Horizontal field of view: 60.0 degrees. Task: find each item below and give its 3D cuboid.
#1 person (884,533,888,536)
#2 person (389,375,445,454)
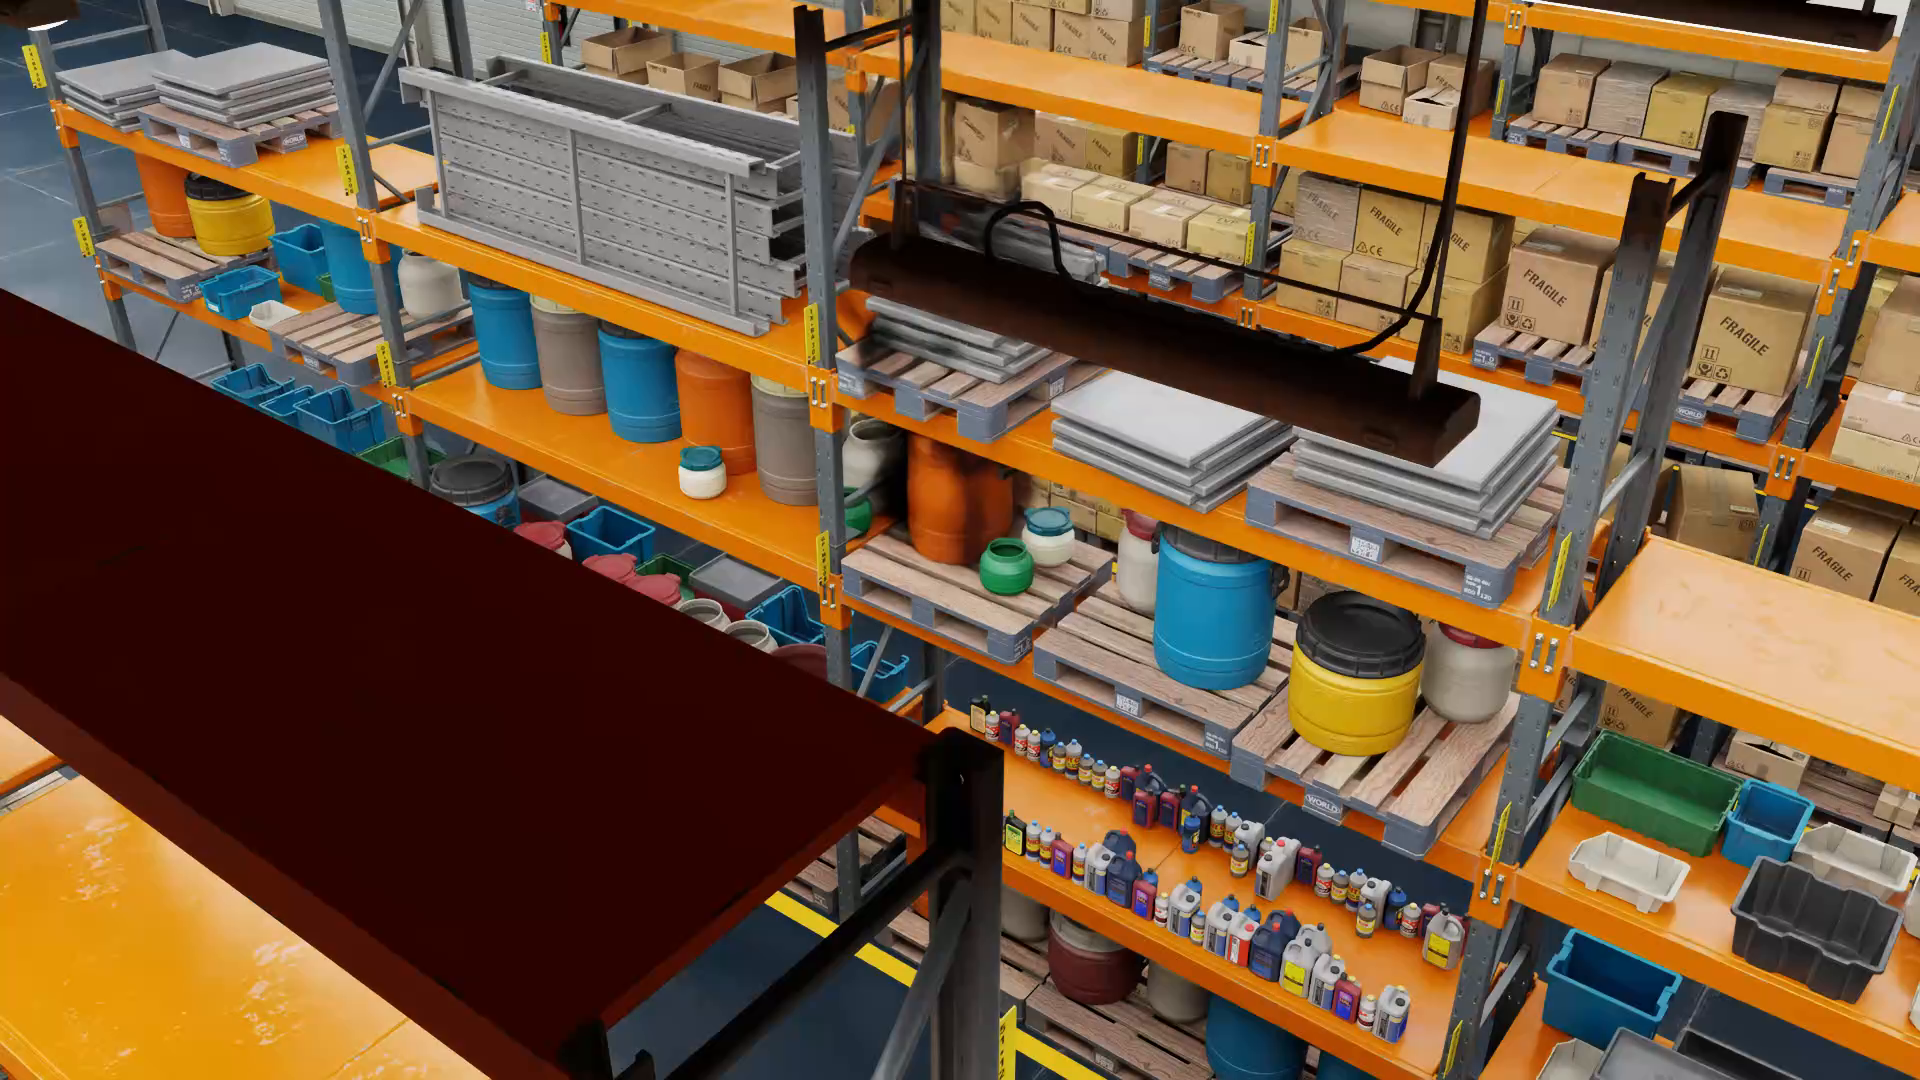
[{"bbox_3d":[-0.454,0.007,13.723,0.748,1.649,0.618,14,34,22],"label":"person"},{"bbox_3d":[-5.181,-1.275,15.702,0.770,1.795,0.698,17,35,25],"label":"person"}]
